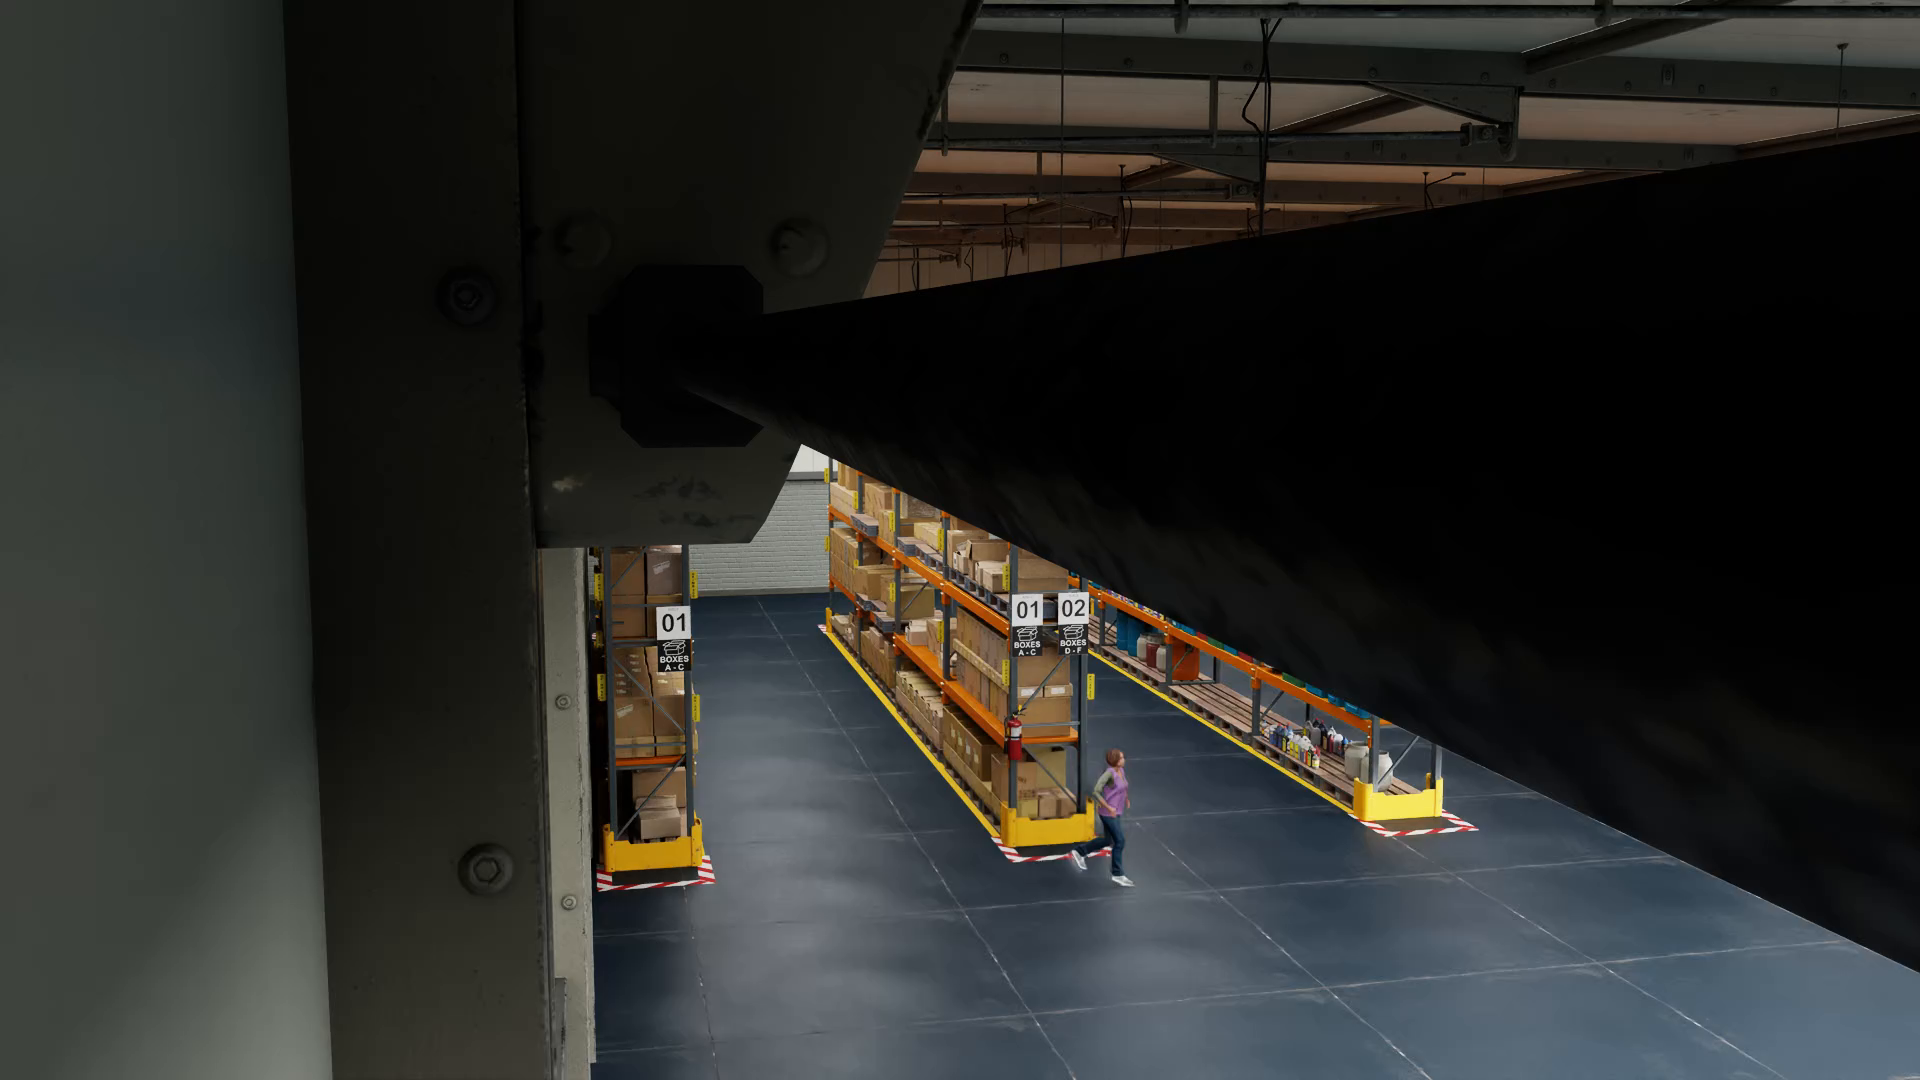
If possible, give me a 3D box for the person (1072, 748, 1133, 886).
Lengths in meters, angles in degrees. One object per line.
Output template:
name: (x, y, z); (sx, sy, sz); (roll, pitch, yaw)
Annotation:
person: (1.706, 3.222, 19.577); (0.775, 1.600, 0.547); (3, 7, 23)
